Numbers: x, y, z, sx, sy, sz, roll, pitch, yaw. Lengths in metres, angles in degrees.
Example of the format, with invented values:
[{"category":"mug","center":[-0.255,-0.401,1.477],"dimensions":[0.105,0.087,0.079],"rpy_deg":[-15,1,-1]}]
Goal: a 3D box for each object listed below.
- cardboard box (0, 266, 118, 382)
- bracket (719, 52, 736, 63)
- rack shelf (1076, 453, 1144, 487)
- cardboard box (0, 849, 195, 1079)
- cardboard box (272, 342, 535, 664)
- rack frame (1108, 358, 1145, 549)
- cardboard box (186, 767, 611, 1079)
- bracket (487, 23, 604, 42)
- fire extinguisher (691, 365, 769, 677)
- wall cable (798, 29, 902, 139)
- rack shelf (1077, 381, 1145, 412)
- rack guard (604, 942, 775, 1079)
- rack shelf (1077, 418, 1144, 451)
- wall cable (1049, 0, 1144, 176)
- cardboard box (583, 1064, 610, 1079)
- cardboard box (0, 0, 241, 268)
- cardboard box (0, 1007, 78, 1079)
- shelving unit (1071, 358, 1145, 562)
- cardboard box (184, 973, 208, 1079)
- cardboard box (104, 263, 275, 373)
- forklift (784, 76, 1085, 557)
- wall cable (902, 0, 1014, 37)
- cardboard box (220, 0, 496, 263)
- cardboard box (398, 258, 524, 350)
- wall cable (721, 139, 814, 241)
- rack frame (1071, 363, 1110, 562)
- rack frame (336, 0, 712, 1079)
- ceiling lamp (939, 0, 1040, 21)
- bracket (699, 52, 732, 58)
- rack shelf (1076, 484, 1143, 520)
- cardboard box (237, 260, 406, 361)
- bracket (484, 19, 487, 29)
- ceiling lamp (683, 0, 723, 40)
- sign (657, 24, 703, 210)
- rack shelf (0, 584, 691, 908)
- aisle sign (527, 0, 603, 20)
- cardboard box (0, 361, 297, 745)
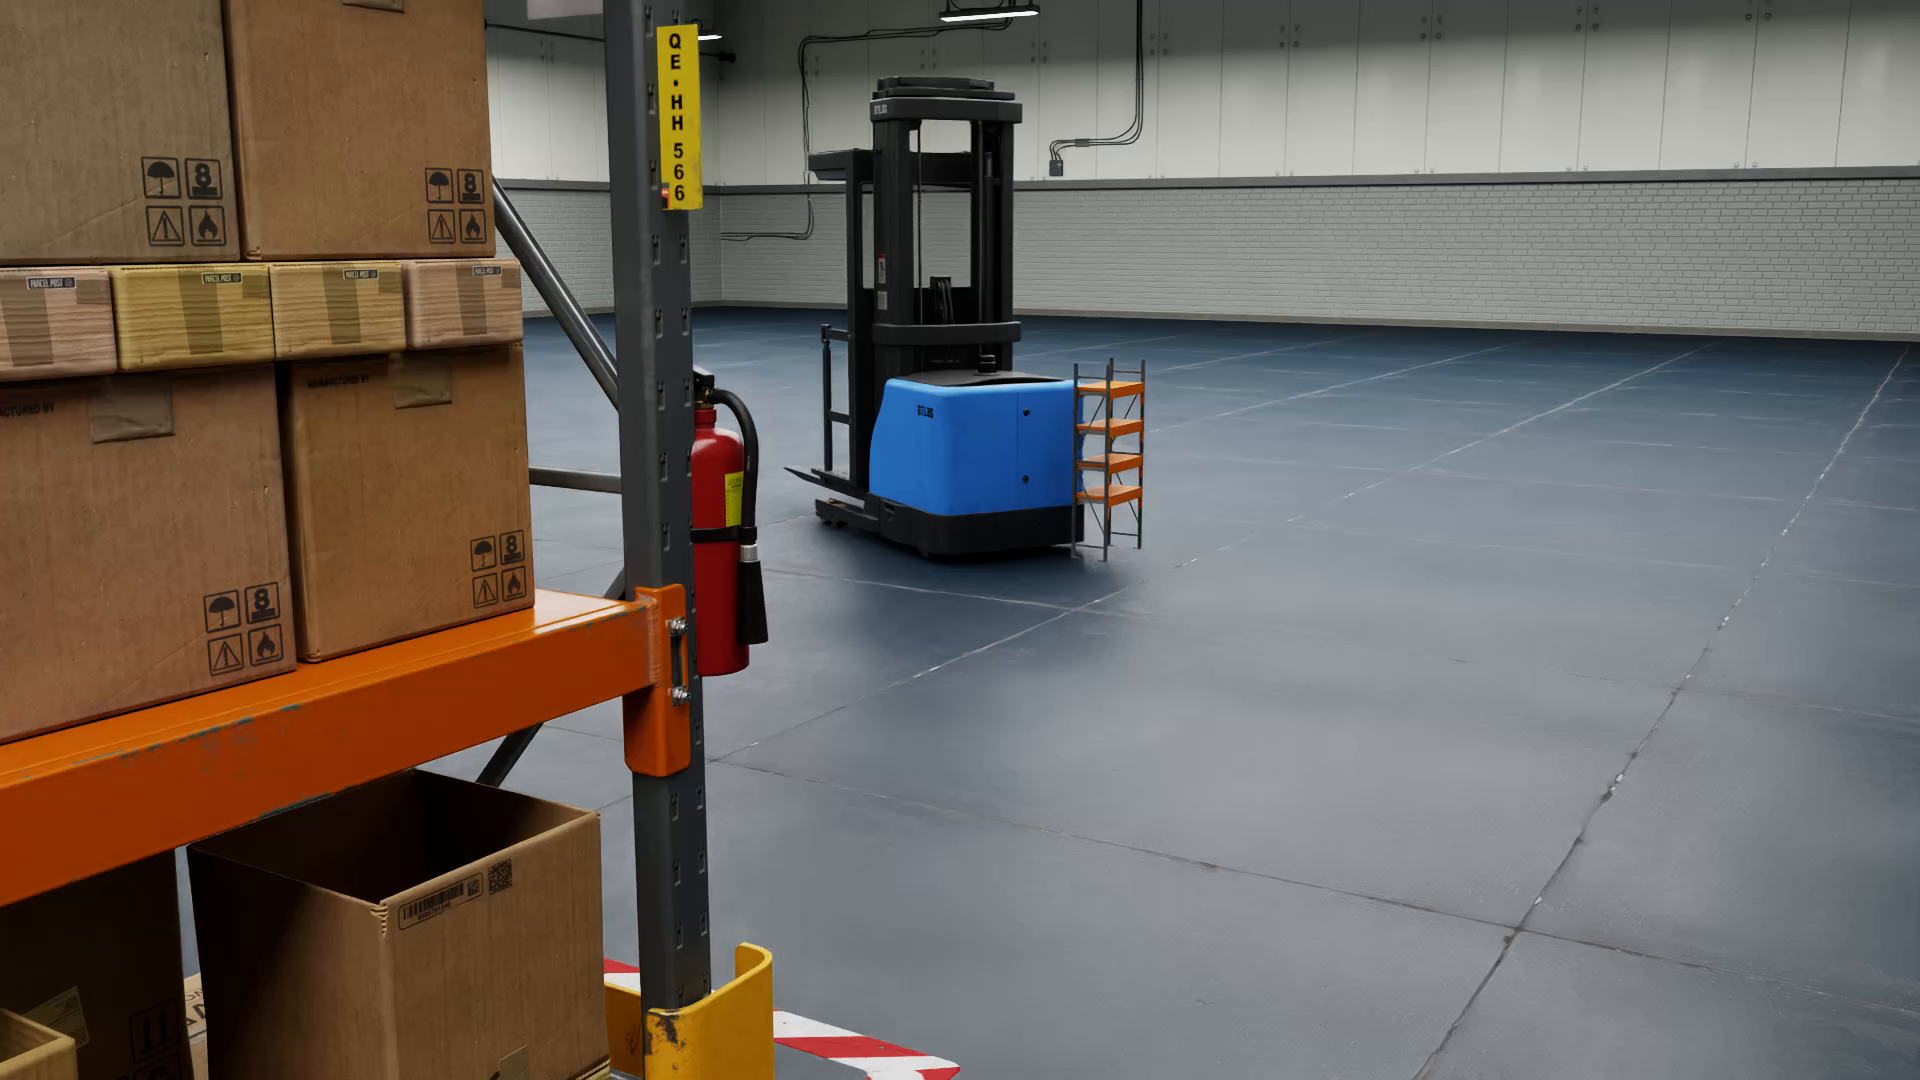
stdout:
[{"category":"cardboard box","center":[-1.405,-0.306,2.316],"dimensions":[0.380,0.149,0.250],"rpy_deg":[7,12,31]},{"category":"bracket","center":[-5.956,-12.321,42.447],"dimensions":[0.235,0.232,0.430],"rpy_deg":[6,12,31]},{"category":"rack shelf","center":[0.921,-0.441,10.330],"dimensions":[0.258,0.148,0.480],"rpy_deg":[6,12,31]},{"category":"cardboard box","center":[-1.697,0.781,2.836],"dimensions":[0.500,0.500,0.500],"rpy_deg":[6,12,31]},{"category":"cardboard box","center":[-1.223,-0.114,3.054],"dimensions":[0.700,0.500,0.500],"rpy_deg":[6,12,31]},{"category":"rack frame","center":[1.048,-0.546,10.522],"dimensions":[0.240,1.200,0.015],"rpy_deg":[6,12,31]},{"category":"cardboard box","center":[-0.994,0.752,2.992],"dimensions":[0.500,0.500,0.500],"rpy_deg":[6,12,31]},{"category":"bracket","center":[-8.955,-11.413,37.594],"dimensions":[0.076,0.066,4.783],"rpy_deg":[6,12,31]},{"category":"fire extinguisher","center":[-0.512,-0.073,3.318],"dimensions":[0.296,0.674,0.183],"rpy_deg":[6,12,31]},{"category":"wall cable","center":[-2.733,-11.183,40.860],"dimensions":[3.097,2.526,0.112],"rpy_deg":[6,12,31]},{"category":"rack shelf","center":[0.921,-0.893,10.245],"dimensions":[0.258,0.148,0.480],"rpy_deg":[6,12,31]},{"category":"rack guard","center":[-0.958,1.088,3.699],"dimensions":[1.175,0.500,0.348],"rpy_deg":[6,12,31]},{"category":"rack shelf","center":[0.921,-0.661,10.289],"dimensions":[0.258,0.148,0.480],"rpy_deg":[6,12,31]},{"category":"wall cable","center":[3.060,-11.247,37.249],"dimensions":[2.305,6.003,0.169],"rpy_deg":[6,12,31]},{"category":"cardboard box","center":[-0.996,1.121,3.062],"dimensions":[0.500,0.250,0.500],"rpy_deg":[6,12,31]},{"category":"cardboard box","center":[-1.519,-0.660,2.446],"dimensions":[0.700,0.500,0.500],"rpy_deg":[6,12,29]},{"category":"cardboard box","center":[-1.501,0.911,2.144],"dimensions":[0.500,0.500,0.500],"rpy_deg":[6,12,31]},{"category":"shelving unit","center":[0.921,-0.507,10.317],"dimensions":[0.258,1.200,0.503],"rpy_deg":[6,12,31]},{"category":"cardboard box","center":[-1.439,1.071,3.326],"dimensions":[0.500,0.250,0.500],"rpy_deg":[6,12,31]},{"category":"cardboard box","center":[-1.273,-0.345,2.526],"dimensions":[0.380,0.149,0.250],"rpy_deg":[6,12,30]},{"category":"forklift","center":[-0.346,-1.563,11.254],"dimensions":[1.130,2.935,3.031],"rpy_deg":[-5,12,-27]},{"category":"wall cable","center":[-0.088,-13.123,38.862],"dimensions":[3.097,2.526,0.112],"rpy_deg":[6,12,31]},{"category":"cardboard box","center":[-1.251,-0.743,2.890],"dimensions":[0.700,0.500,0.500],"rpy_deg":[6,12,31]},{"category":"cardboard box","center":[-1.006,-0.427,2.962],"dimensions":[0.380,0.149,0.250],"rpy_deg":[6,12,30]},{"category":"wall cable","center":[-5.045,-8.959,42.705],"dimensions":[3.097,2.526,0.112],"rpy_deg":[6,12,31]},{"category":"rack frame","center":[0.794,-0.469,10.113],"dimensions":[0.240,1.200,0.015],"rpy_deg":[6,12,31]},{"category":"rack frame","center":[-0.970,-0.137,3.449],"dimensions":[1.000,3.000,0.127],"rpy_deg":[6,12,31]},{"category":"ceiling lamp","center":[0.664,-11.250,30.642],"dimensions":[2.000,3.185,0.800],"rpy_deg":[6,12,31]},{"category":"bracket","center":[-6.262,-12.228,41.951],"dimensions":[0.076,0.066,3.189],"rpy_deg":[6,12,31]},{"category":"rack shelf","center":[0.921,-0.246,10.366],"dimensions":[0.258,0.148,0.480],"rpy_deg":[6,12,31]},{"category":"cardboard box","center":[-1.140,-0.385,2.741],"dimensions":[0.380,0.149,0.250],"rpy_deg":[7,13,32]},{"category":"bracket","center":[-10.301,-11.005,35.416],"dimensions":[0.235,0.232,0.430],"rpy_deg":[6,12,31]},{"category":"ceiling lamp","center":[-5.652,-11.956,34.413],"dimensions":[2.000,3.185,0.800],"rpy_deg":[6,12,31]},{"category":"sign","center":[-0.514,-0.769,3.032],"dimensions":[0.100,0.325,0.005],"rpy_deg":[6,12,31]},{"category":"rack shelf","center":[-2.008,0.531,1.835],"dimensions":[1.077,0.370,4.000],"rpy_deg":[6,12,31]},{"category":"aisle sign","center":[-0.685,-1.397,3.115],"dimensions":[0.394,0.787,0.004],"rpy_deg":[6,12,31]},{"category":"cardboard box","center":[-1.492,-0.031,2.611],"dimensions":[0.700,0.500,0.500],"rpy_deg":[7,13,32]}]
